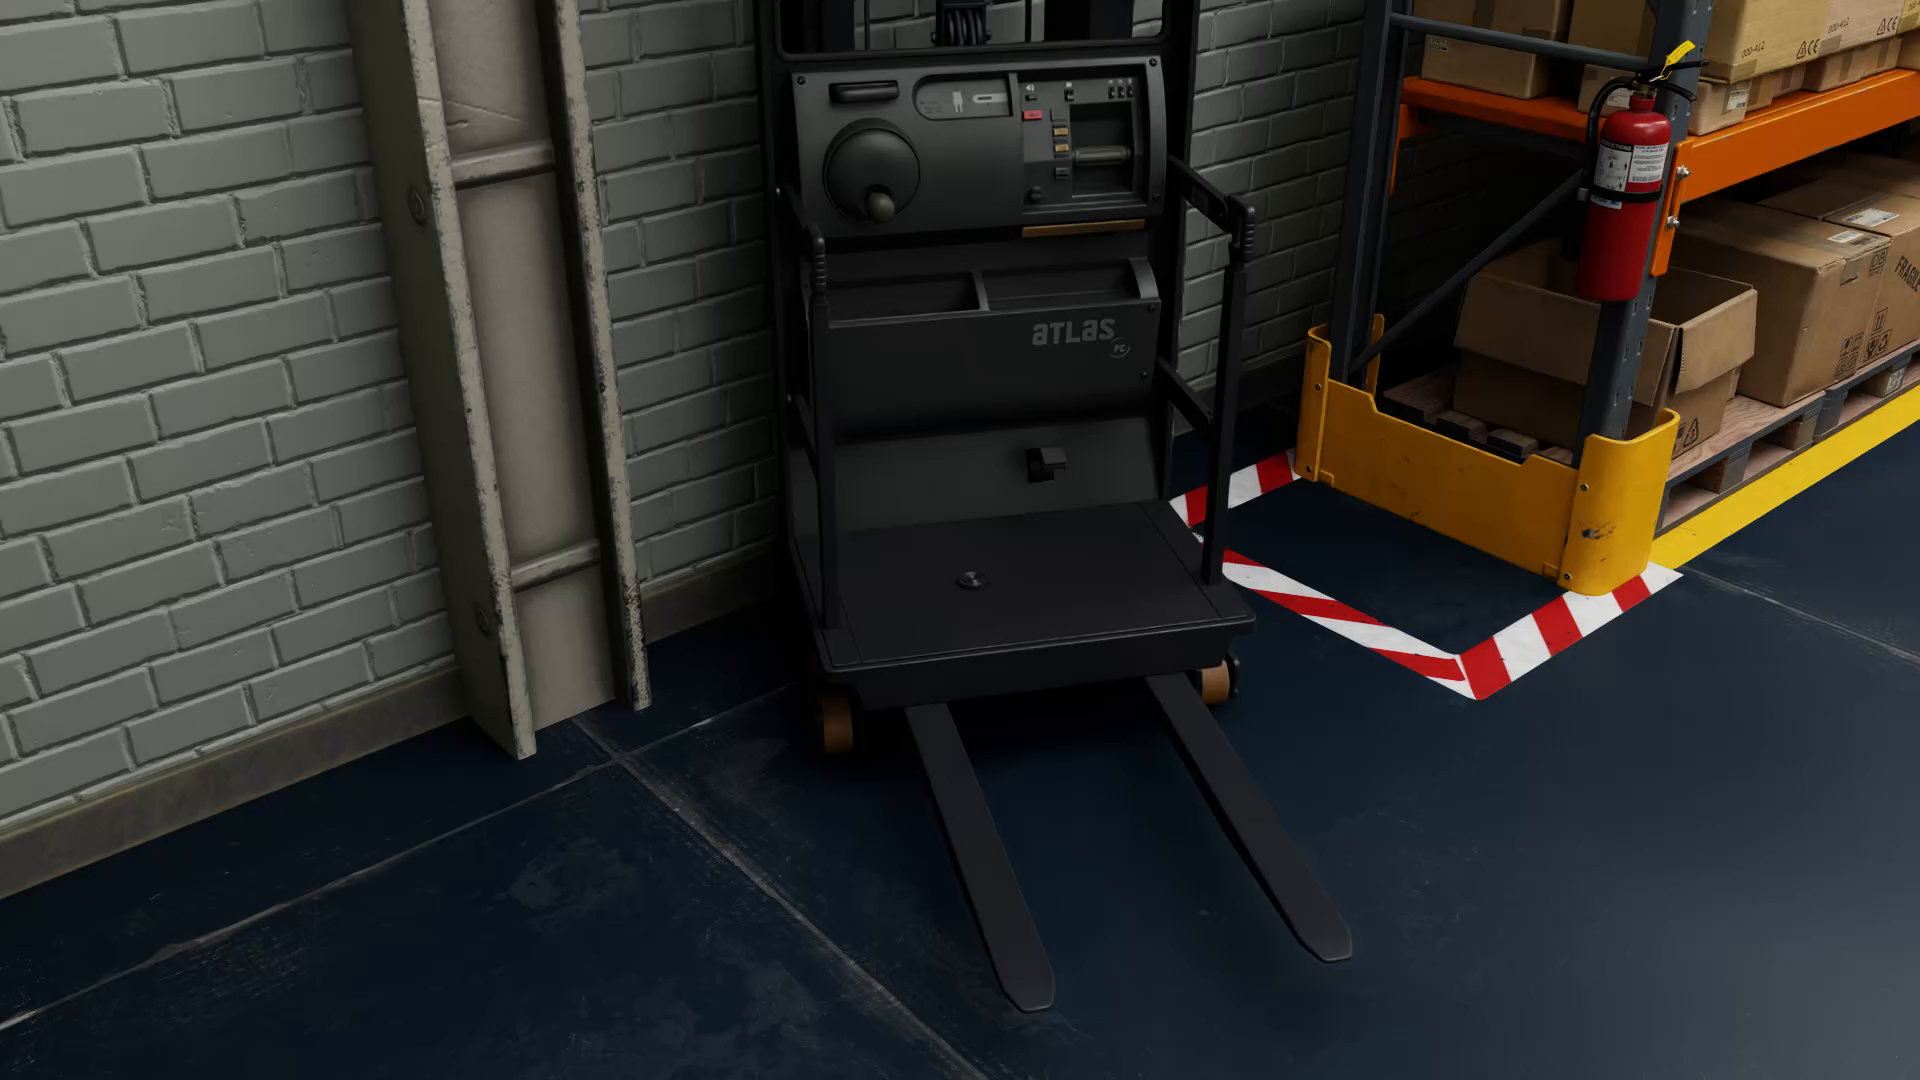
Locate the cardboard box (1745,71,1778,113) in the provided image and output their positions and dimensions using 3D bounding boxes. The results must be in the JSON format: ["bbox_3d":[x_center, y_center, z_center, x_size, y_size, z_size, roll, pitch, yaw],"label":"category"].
[{"bbox_3d":[2.159,-1.368,4.893,0.250,0.149,0.380,-21,35,-34],"label":"cardboard box"}]

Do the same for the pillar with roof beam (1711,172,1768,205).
[{"bbox_3d":[6.290,-3.818,2.847,0.400,9.000,9.100,-22,35,-35],"label":"pillar with roof beam"}]

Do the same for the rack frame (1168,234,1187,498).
[{"bbox_3d":[0.648,-0.588,5.395,0.006,0.900,0.240,-10,30,-19],"label":"rack frame"}]

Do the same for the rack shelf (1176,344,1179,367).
[{"bbox_3d":[0.554,-0.621,5.336,0.200,0.077,0.258,-10,30,-19],"label":"rack shelf"}]

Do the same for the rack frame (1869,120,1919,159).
[{"bbox_3d":[4.611,-2.606,6.943,0.127,3.000,1.000,-22,35,-35],"label":"rack frame"}]

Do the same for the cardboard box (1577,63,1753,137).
[{"bbox_3d":[1.996,-1.273,4.717,0.250,0.149,0.380,-22,35,-35],"label":"cardboard box"}]

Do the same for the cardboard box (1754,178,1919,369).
[{"bbox_3d":[3.237,-0.991,6.129,0.500,0.500,0.500,-21,35,-34],"label":"cardboard box"}]

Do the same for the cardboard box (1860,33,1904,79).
[{"bbox_3d":[2.767,-1.599,5.326,0.250,0.149,0.380,-21,35,-34],"label":"cardboard box"}]

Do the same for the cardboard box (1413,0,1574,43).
[{"bbox_3d":[1.745,-1.683,5.060,0.500,0.250,0.500,-21,34,-34],"label":"cardboard box"}]

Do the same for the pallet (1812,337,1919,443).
[{"bbox_3d":[3.159,-0.791,6.506,1.213,0.211,1.003,-22,35,-35],"label":"pallet"}]

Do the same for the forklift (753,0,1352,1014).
[{"bbox_3d":[0.106,-0.941,3.901,1.130,2.935,3.031,-6,29,-11],"label":"forklift"}]

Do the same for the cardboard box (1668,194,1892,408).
[{"bbox_3d":[2.770,-0.865,5.893,0.500,0.500,0.700,-20,34,-33],"label":"cardboard box"}]

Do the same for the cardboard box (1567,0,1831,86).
[{"bbox_3d":[2.088,-1.489,4.698,0.500,0.250,0.500,-22,35,-35],"label":"cardboard box"}]

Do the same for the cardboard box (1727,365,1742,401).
[{"bbox_3d":[2.443,-0.579,5.730,0.250,0.149,0.380,-24,36,-37],"label":"cardboard box"}]

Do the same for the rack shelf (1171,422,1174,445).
[{"bbox_3d":[0.554,-0.382,5.463,0.200,0.077,0.258,-10,30,-19],"label":"rack shelf"}]

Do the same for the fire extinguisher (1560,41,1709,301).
[{"bbox_3d":[1.756,-0.973,4.365,0.183,0.674,0.296,-22,35,-35],"label":"fire extinguisher"}]

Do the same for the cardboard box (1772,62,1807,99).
[{"bbox_3d":[2.337,-1.461,5.067,0.250,0.149,0.380,-22,35,-36],"label":"cardboard box"}]

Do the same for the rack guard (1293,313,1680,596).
[{"bbox_3d":[1.626,-0.303,5.286,0.348,0.500,1.175,-22,35,-35],"label":"rack guard"}]

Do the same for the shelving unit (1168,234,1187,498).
[{"bbox_3d":[0.554,-0.571,5.363,0.210,0.900,0.258,-10,30,-19],"label":"shelving unit"}]

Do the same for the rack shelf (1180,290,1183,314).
[{"bbox_3d":[0.554,-0.779,5.251,0.200,0.077,0.258,-10,30,-19],"label":"rack shelf"}]

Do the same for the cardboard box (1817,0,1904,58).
[{"bbox_3d":[2.471,-1.643,4.986,0.500,0.250,0.500,-21,35,-34],"label":"cardboard box"}]

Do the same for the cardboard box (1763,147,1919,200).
[{"bbox_3d":[3.560,-1.183,6.488,0.500,0.500,0.700,-23,36,-37],"label":"cardboard box"}]

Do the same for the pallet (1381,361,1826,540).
[{"bbox_3d":[2.231,-0.419,5.811,1.213,0.211,1.003,-22,35,-35],"label":"pallet"}]

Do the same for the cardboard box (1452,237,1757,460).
[{"bbox_3d":[2.095,-0.619,5.429,0.637,0.503,0.797,-24,36,-37],"label":"cardboard box"}]

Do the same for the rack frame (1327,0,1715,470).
[{"bbox_3d":[1.568,-1.382,4.653,0.127,3.000,1.000,-22,35,-35],"label":"rack frame"}]

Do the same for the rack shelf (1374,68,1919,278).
[{"bbox_3d":[3.089,-1.676,5.968,4.000,0.370,1.077,-22,35,-35],"label":"rack shelf"}]

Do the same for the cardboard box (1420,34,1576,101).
[{"bbox_3d":[1.646,-1.469,5.082,0.250,0.149,0.380,-22,35,-35],"label":"cardboard box"}]

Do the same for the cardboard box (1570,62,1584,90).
[{"bbox_3d":[1.879,-1.524,5.186,0.250,0.149,0.380,-21,34,-34],"label":"cardboard box"}]

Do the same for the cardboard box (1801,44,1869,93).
[{"bbox_3d":[2.569,-1.516,5.171,0.250,0.149,0.380,-21,34,-33],"label":"cardboard box"}]

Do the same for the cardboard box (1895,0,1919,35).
[{"bbox_3d":[2.855,-1.800,5.279,0.500,0.250,0.500,-23,36,-36],"label":"cardboard box"}]

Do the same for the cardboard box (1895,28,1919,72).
[{"bbox_3d":[3.008,-1.650,5.421,0.250,0.149,0.380,-23,36,-36],"label":"cardboard box"}]

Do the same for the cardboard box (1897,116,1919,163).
[{"bbox_3d":[4.792,-1.945,7.913,0.500,0.500,0.500,-22,35,-35],"label":"cardboard box"}]

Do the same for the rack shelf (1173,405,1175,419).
[{"bbox_3d":[0.554,-0.462,5.421,0.200,0.077,0.258,-10,30,-19],"label":"rack shelf"}]

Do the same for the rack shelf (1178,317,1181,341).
[{"bbox_3d":[0.554,-0.700,5.294,0.200,0.077,0.258,-10,30,-19],"label":"rack shelf"}]
